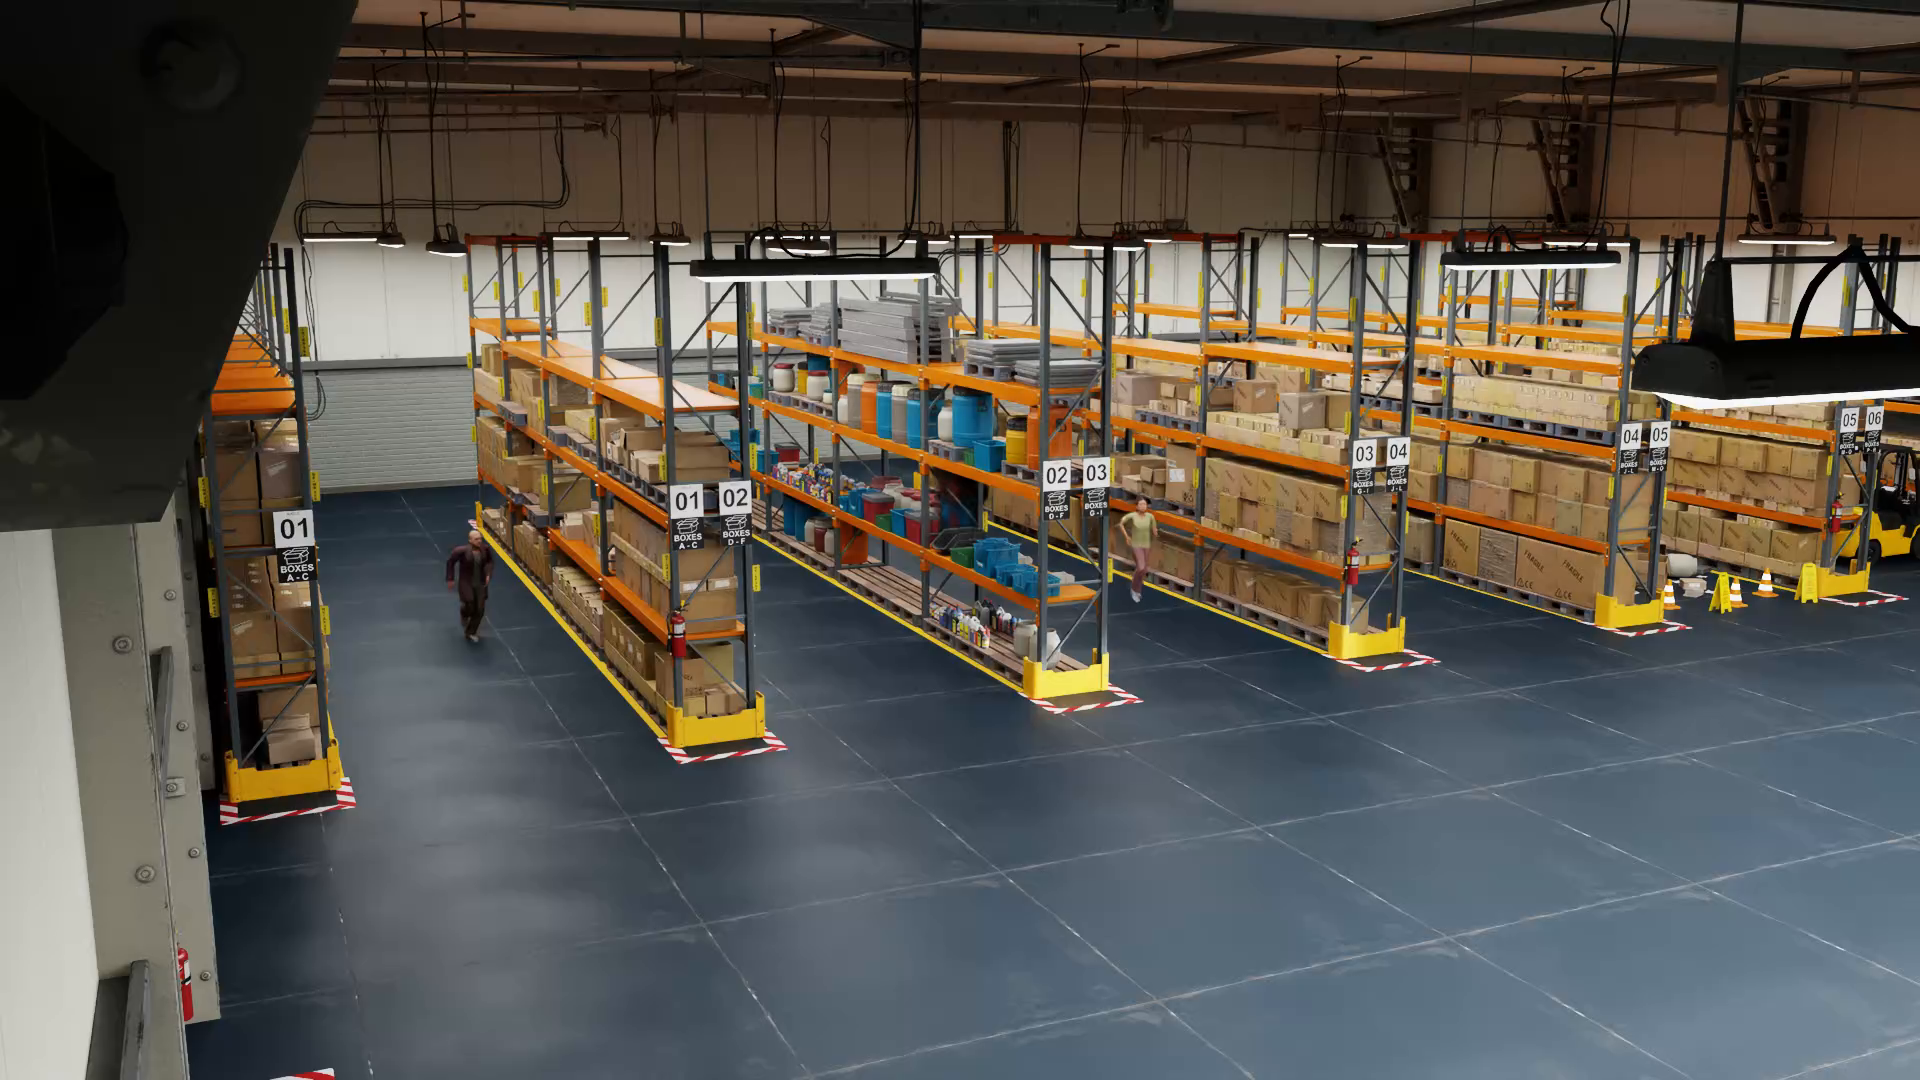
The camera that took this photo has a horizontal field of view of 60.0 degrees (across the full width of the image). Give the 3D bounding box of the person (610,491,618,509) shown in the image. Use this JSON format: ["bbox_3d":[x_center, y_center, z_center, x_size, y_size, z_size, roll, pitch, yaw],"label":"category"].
[{"bbox_3d":[-7.035,-0.906,33.777,0.548,1.556,0.631,-8,14,-37],"label":"person"}]

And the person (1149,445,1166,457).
[{"bbox_3d":[5.034,-2.543,41.615,0.973,1.754,0.744,5,12,24],"label":"person"}]

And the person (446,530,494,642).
[{"bbox_3d":[-7.419,0.672,25.205,0.721,1.711,0.704,-9,14,-40],"label":"person"}]

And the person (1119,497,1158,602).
[{"bbox_3d":[2.900,0.161,26.553,0.571,1.677,0.635,-4,12,-20],"label":"person"}]

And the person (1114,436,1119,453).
[{"bbox_3d":[4.019,-2.852,43.355,0.708,1.716,0.801,4,12,22],"label":"person"}]
